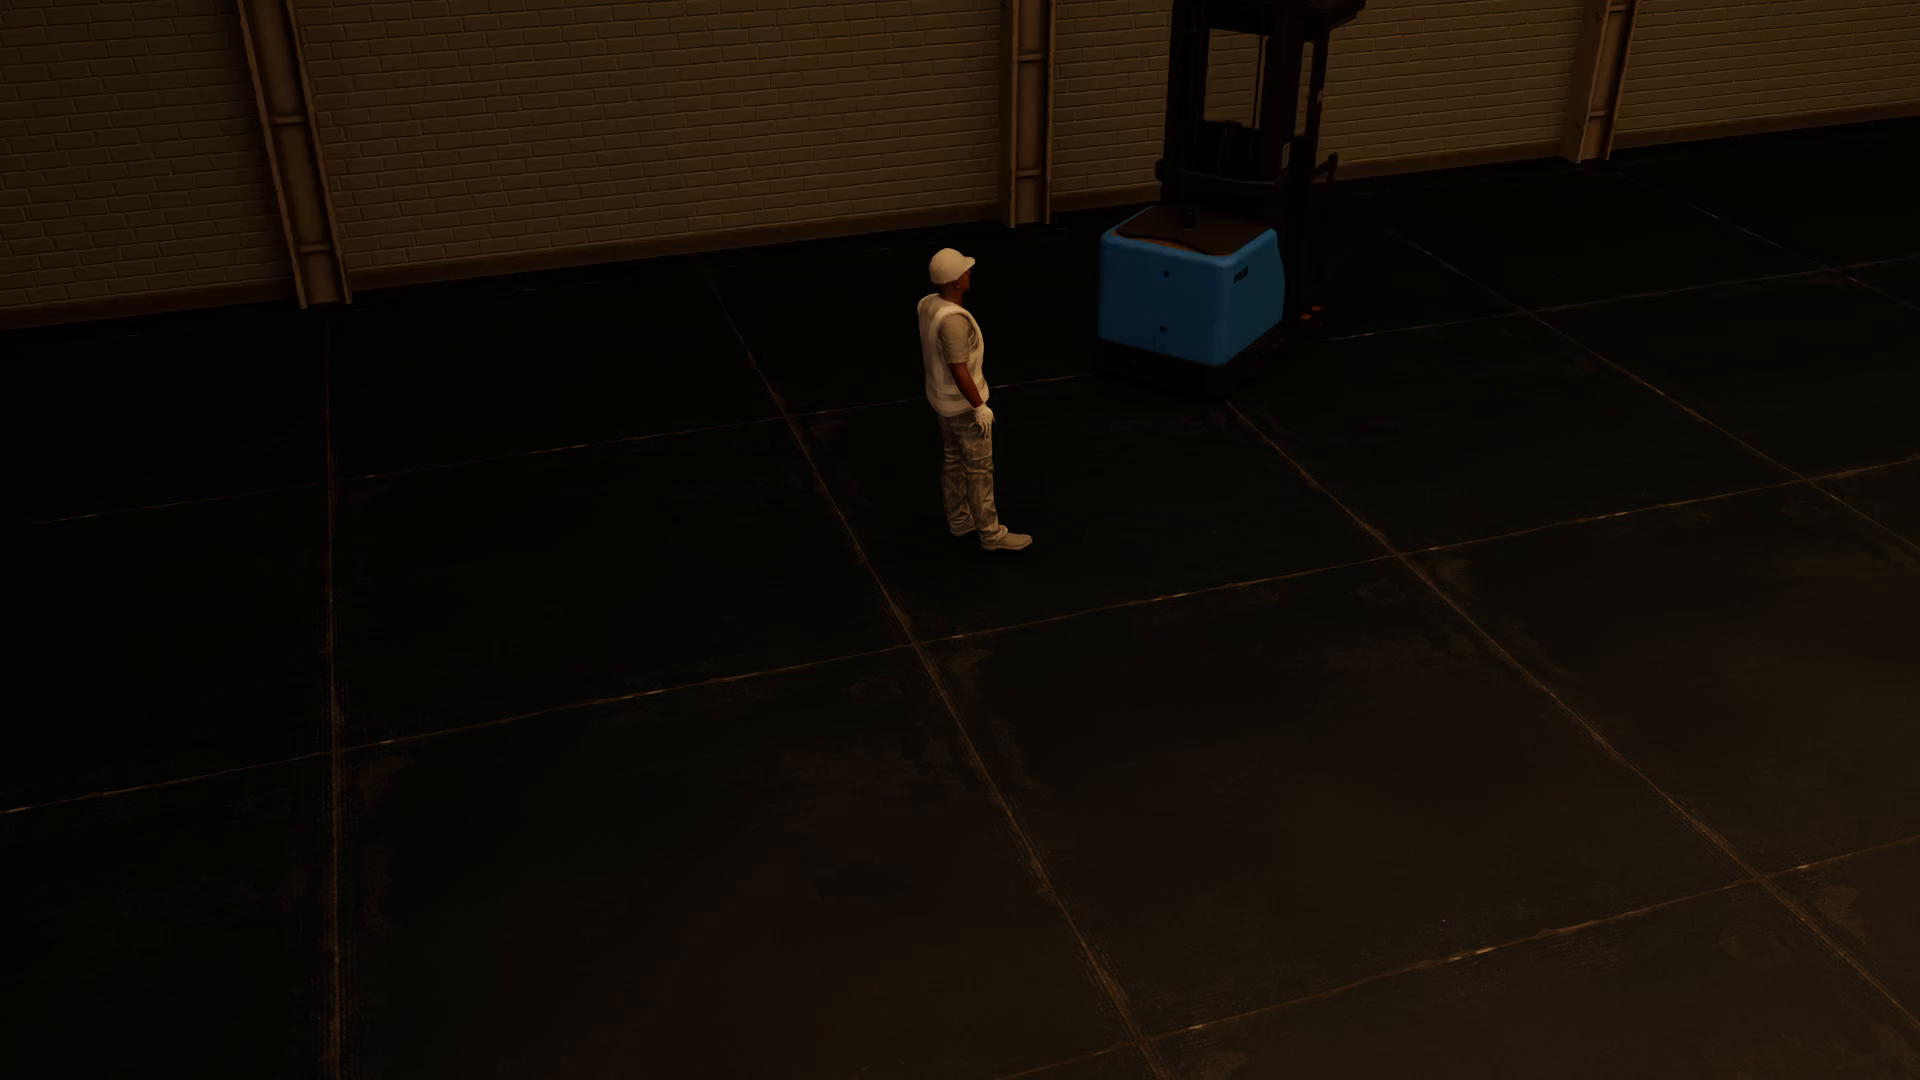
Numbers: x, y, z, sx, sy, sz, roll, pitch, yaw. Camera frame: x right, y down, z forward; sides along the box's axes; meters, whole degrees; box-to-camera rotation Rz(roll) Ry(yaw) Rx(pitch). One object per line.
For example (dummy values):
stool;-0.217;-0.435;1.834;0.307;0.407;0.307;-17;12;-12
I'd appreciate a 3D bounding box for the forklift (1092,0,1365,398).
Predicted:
forklift;2.189;-2.954;12.221;1.130;2.935;3.031;18;35;28

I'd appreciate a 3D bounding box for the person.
person;0.071;-0.822;9.570;0.575;1.784;0.657;-10;31;-16
